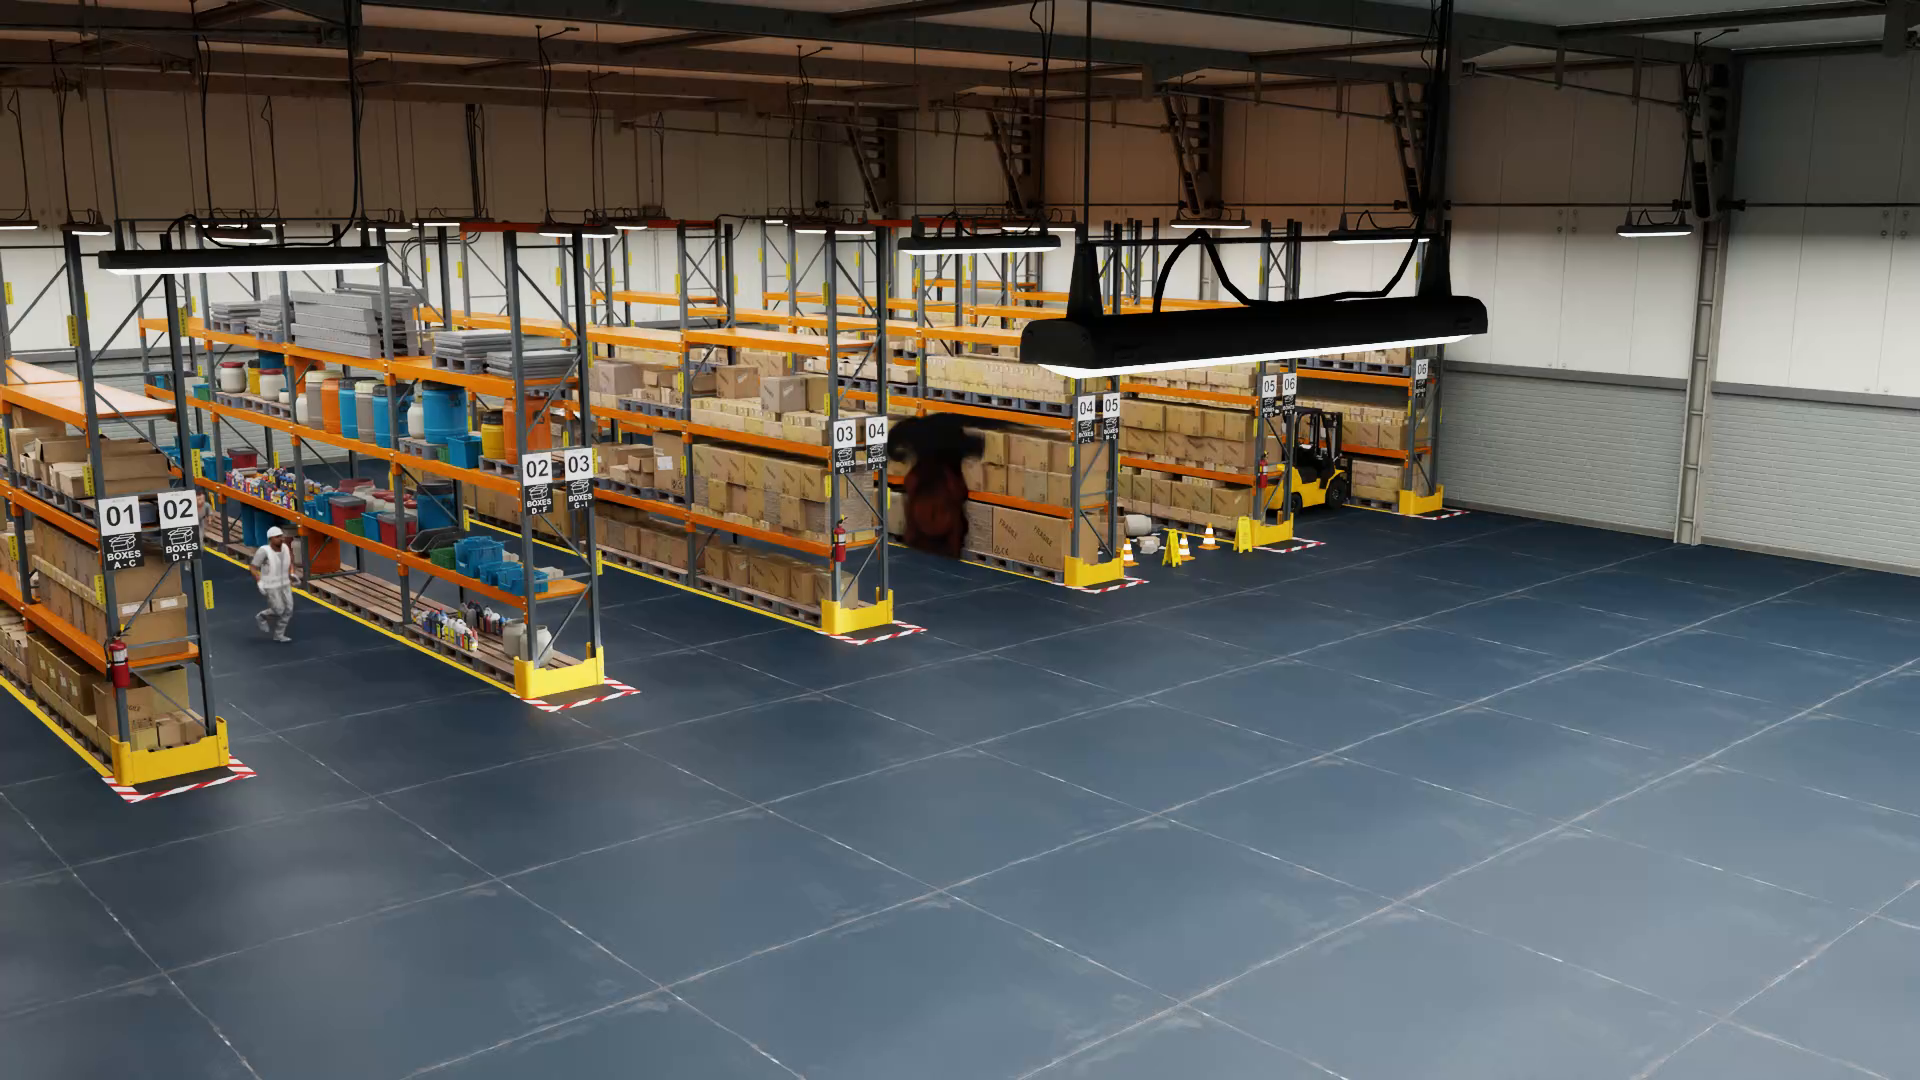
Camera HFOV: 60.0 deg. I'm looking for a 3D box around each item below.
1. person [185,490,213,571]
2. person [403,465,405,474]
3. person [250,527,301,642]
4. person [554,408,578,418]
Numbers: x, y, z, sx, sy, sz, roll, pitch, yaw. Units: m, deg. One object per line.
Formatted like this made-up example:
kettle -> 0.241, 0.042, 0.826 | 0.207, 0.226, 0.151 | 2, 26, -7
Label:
person -> -13.215, -0.127, 28.655 | 0.893, 1.485, 0.603 | 10, 15, 40
person -> -12.496, -2.086, 37.835 | 0.875, 1.769, 0.730 | -8, 14, -36
person -> -10.022, 0.648, 24.317 | 0.636, 1.721, 0.678 | 7, 13, 31
person -> -9.496, -2.524, 40.039 | 0.661, 1.820, 0.703 | -1, 11, -3
